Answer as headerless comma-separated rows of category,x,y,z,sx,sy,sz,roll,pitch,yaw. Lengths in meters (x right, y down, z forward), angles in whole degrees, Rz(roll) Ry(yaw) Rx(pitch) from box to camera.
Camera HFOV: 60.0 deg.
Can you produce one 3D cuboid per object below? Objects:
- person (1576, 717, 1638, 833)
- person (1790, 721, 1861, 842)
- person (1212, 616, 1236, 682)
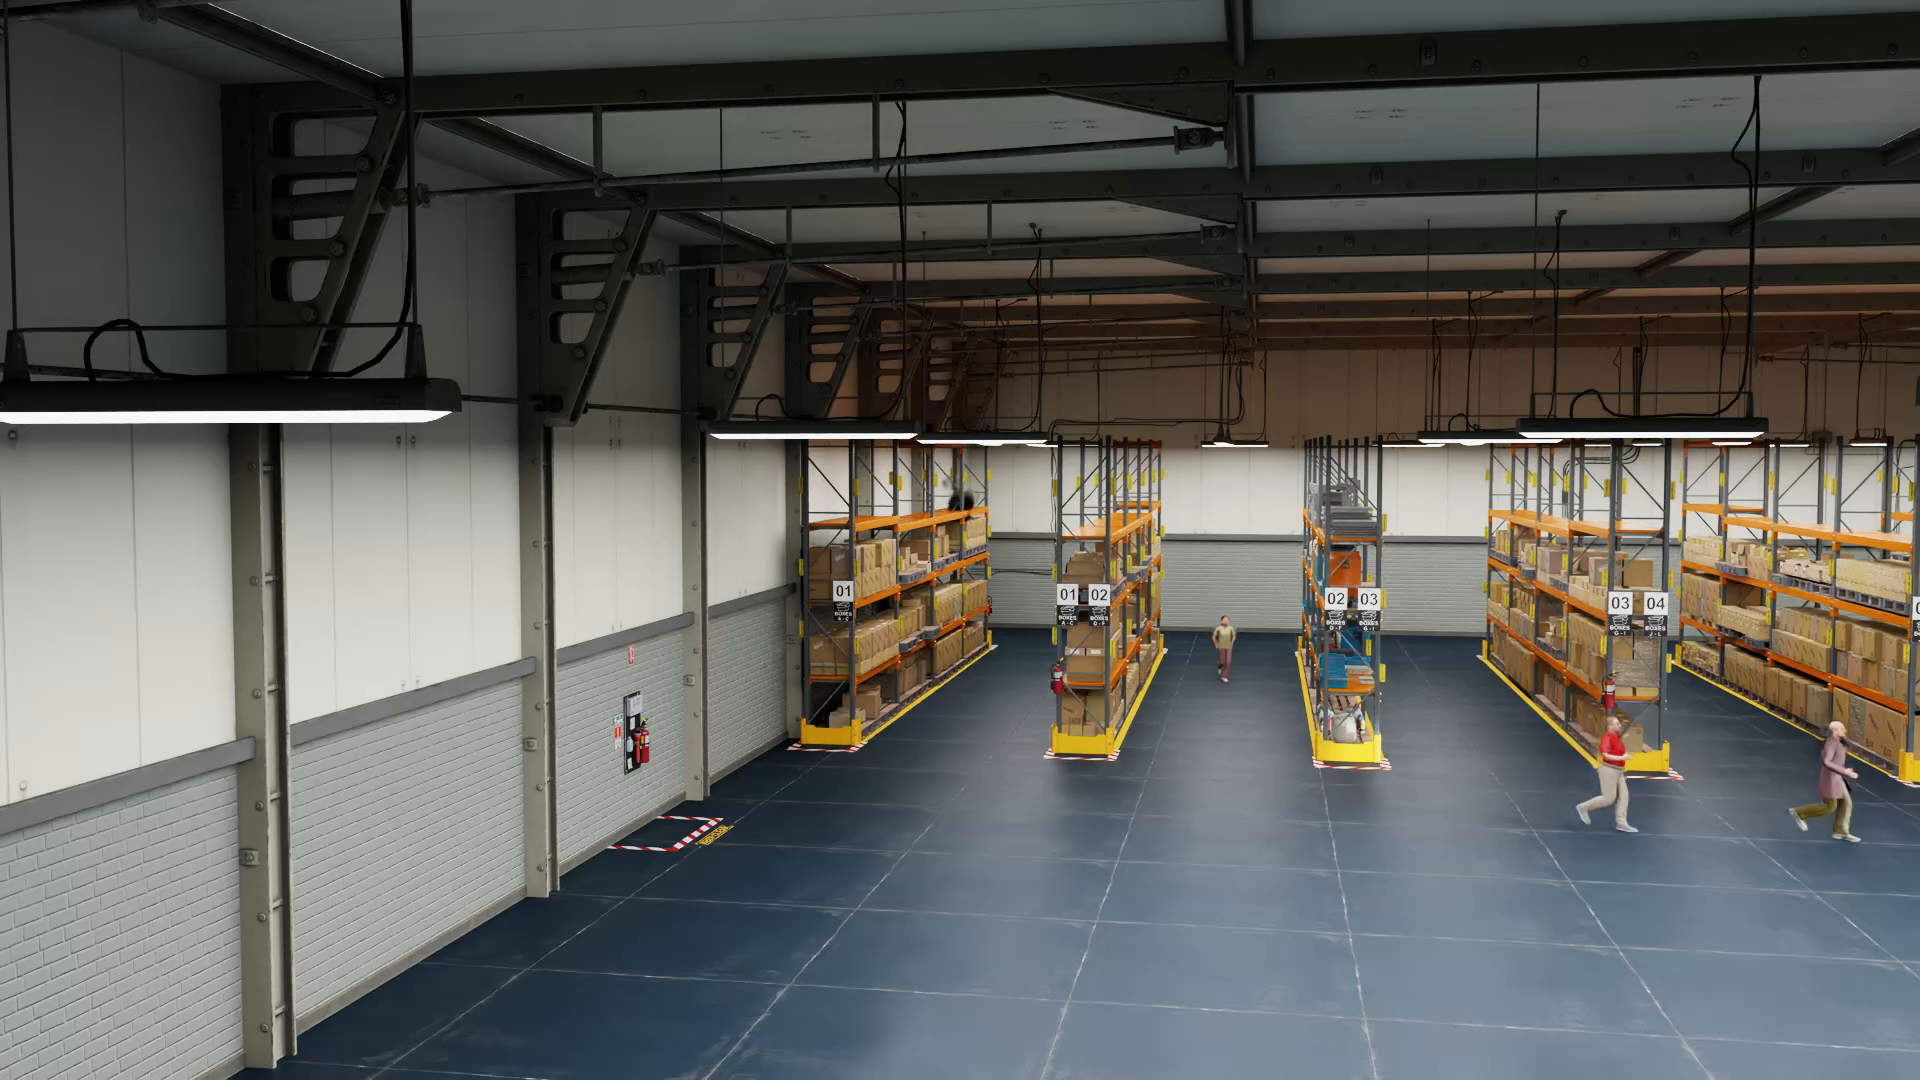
person,9.736,3.503,24.958,0.879,1.706,0.659,2,4,37
person,12.735,3.524,24.438,0.931,1.753,0.701,2,4,36
person,6.562,2.686,41.243,0.581,1.627,0.565,0,3,-3
